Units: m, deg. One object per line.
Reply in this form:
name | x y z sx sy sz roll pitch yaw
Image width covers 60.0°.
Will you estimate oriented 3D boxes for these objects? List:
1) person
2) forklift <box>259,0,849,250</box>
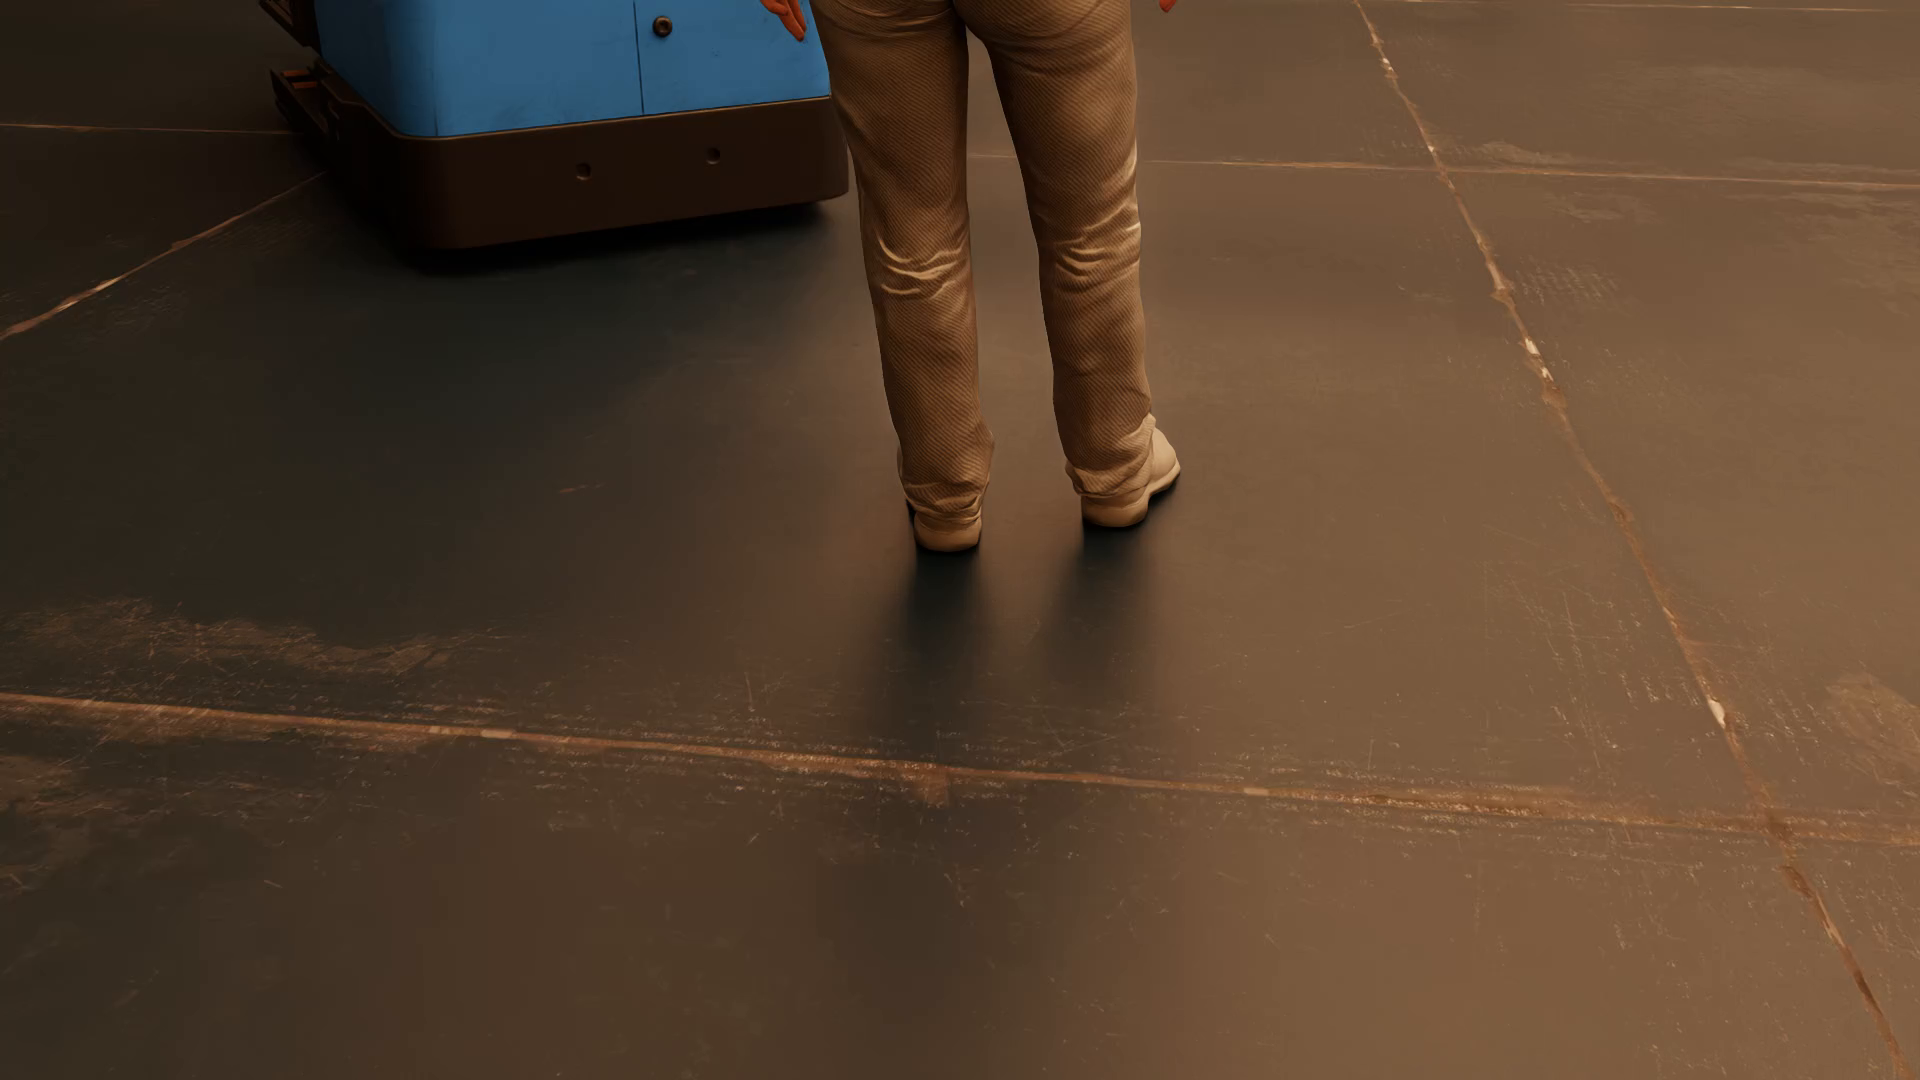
person | 0.017 -0.827 2.155 0.632 1.773 0.568 3 27 7
forklift | -1.409 -2.563 4.355 1.130 2.935 3.031 -13 29 -25
